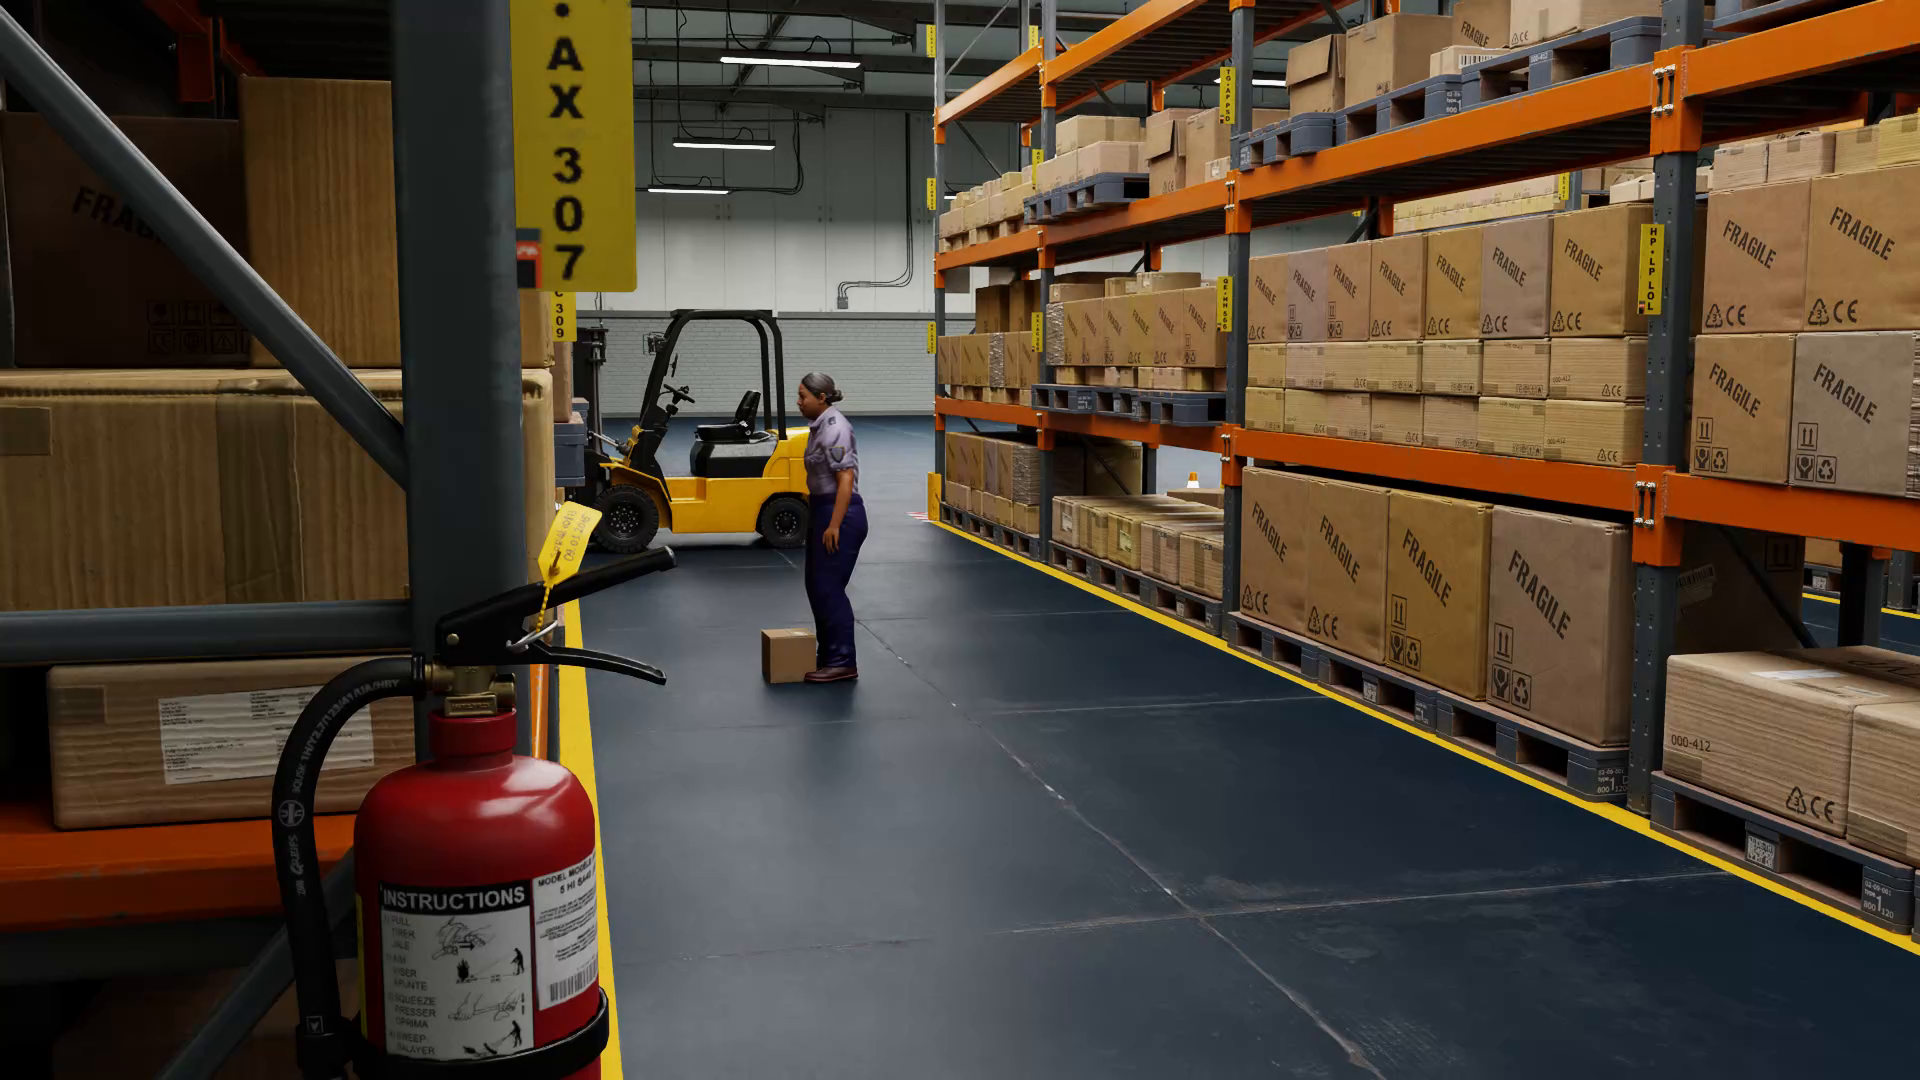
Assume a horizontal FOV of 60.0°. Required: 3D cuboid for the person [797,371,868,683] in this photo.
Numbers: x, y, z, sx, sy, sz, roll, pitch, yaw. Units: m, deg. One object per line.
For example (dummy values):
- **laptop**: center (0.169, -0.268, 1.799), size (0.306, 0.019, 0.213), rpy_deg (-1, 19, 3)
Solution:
- **person**: center (-0.697, -0.081, 8.961), size (0.367, 1.651, 0.550), rpy_deg (-2, 6, -15)
